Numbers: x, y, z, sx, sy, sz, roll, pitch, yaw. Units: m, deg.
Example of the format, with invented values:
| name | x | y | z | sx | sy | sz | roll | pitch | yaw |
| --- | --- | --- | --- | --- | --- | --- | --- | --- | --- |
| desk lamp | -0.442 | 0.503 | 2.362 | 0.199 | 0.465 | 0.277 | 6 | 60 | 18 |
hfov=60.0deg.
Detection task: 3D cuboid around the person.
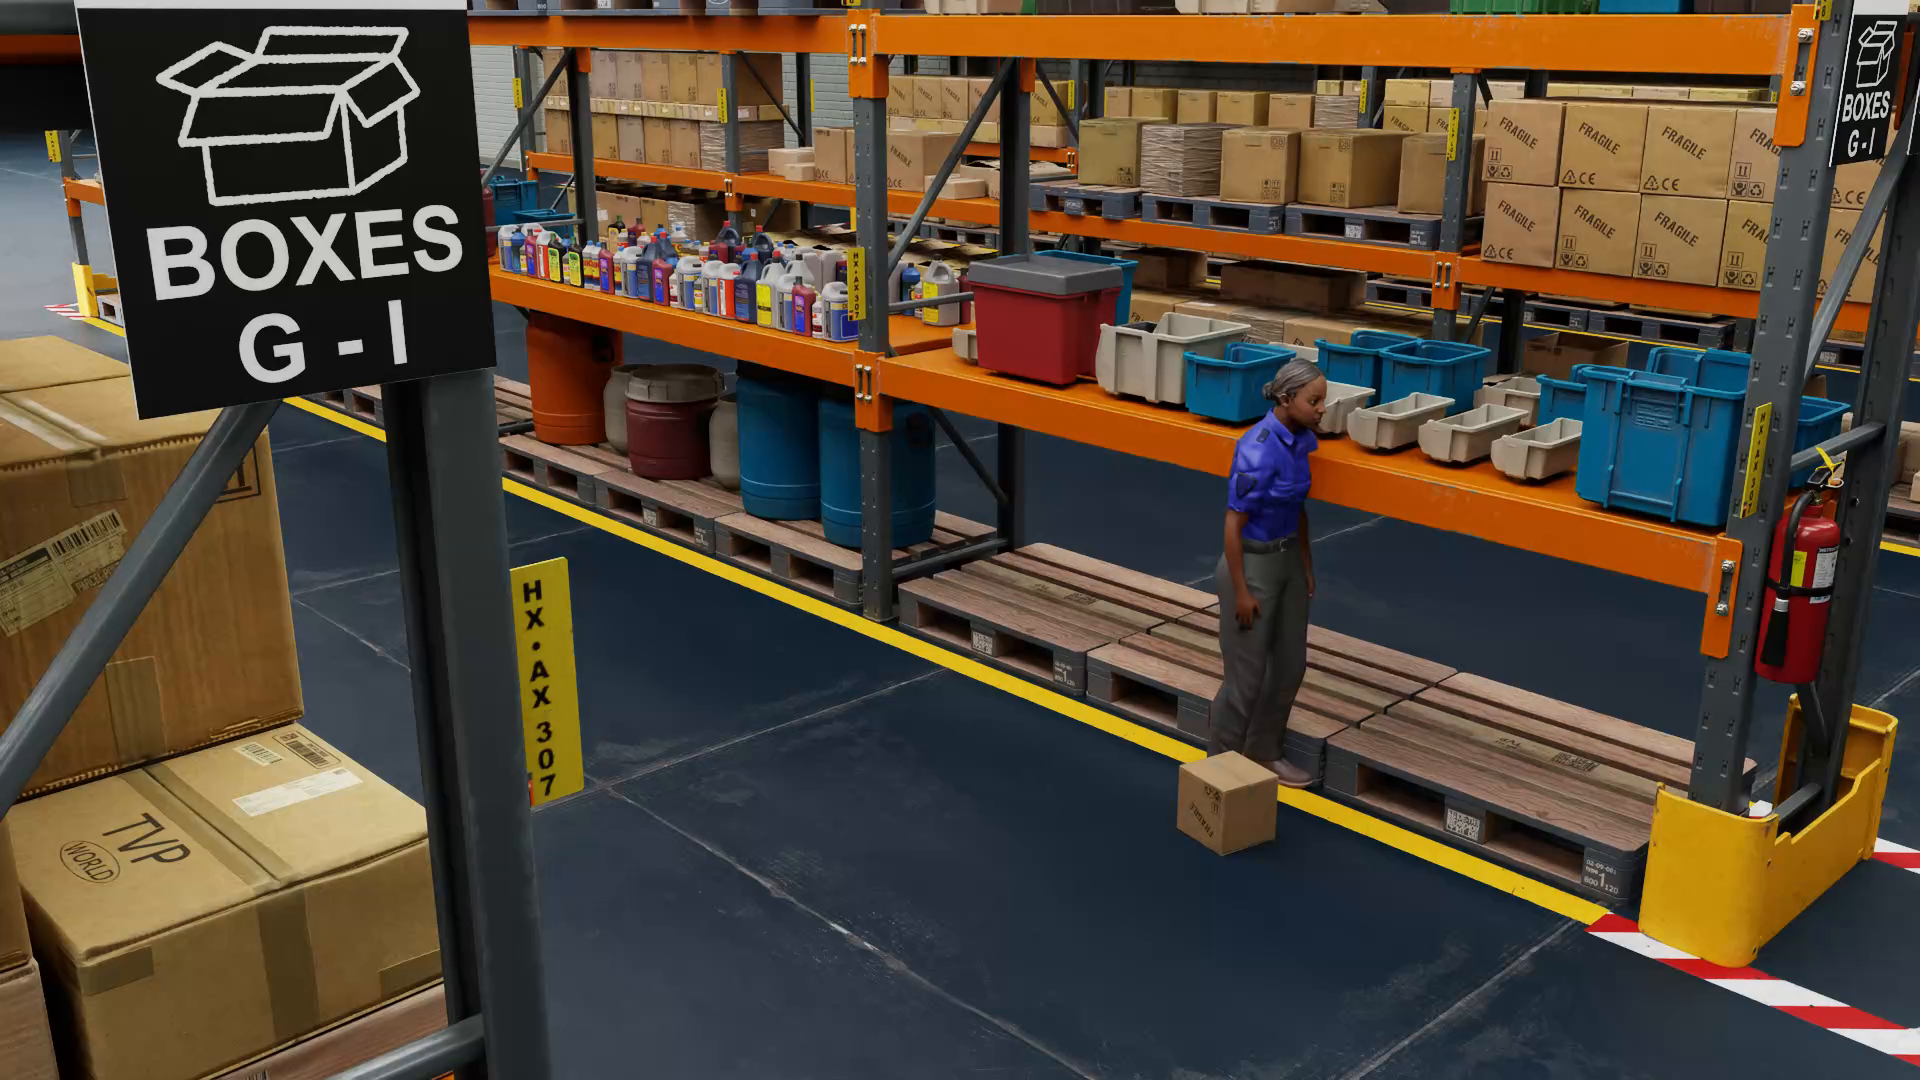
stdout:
| name | x | y | z | sx | sy | sz | roll | pitch | yaw |
| --- | --- | --- | --- | --- | --- | --- | --- | --- | --- |
| person | 1.128 | 0.147 | 6.088 | 0.347 | 1.655 | 0.534 | 16 | 23 | 41 |
